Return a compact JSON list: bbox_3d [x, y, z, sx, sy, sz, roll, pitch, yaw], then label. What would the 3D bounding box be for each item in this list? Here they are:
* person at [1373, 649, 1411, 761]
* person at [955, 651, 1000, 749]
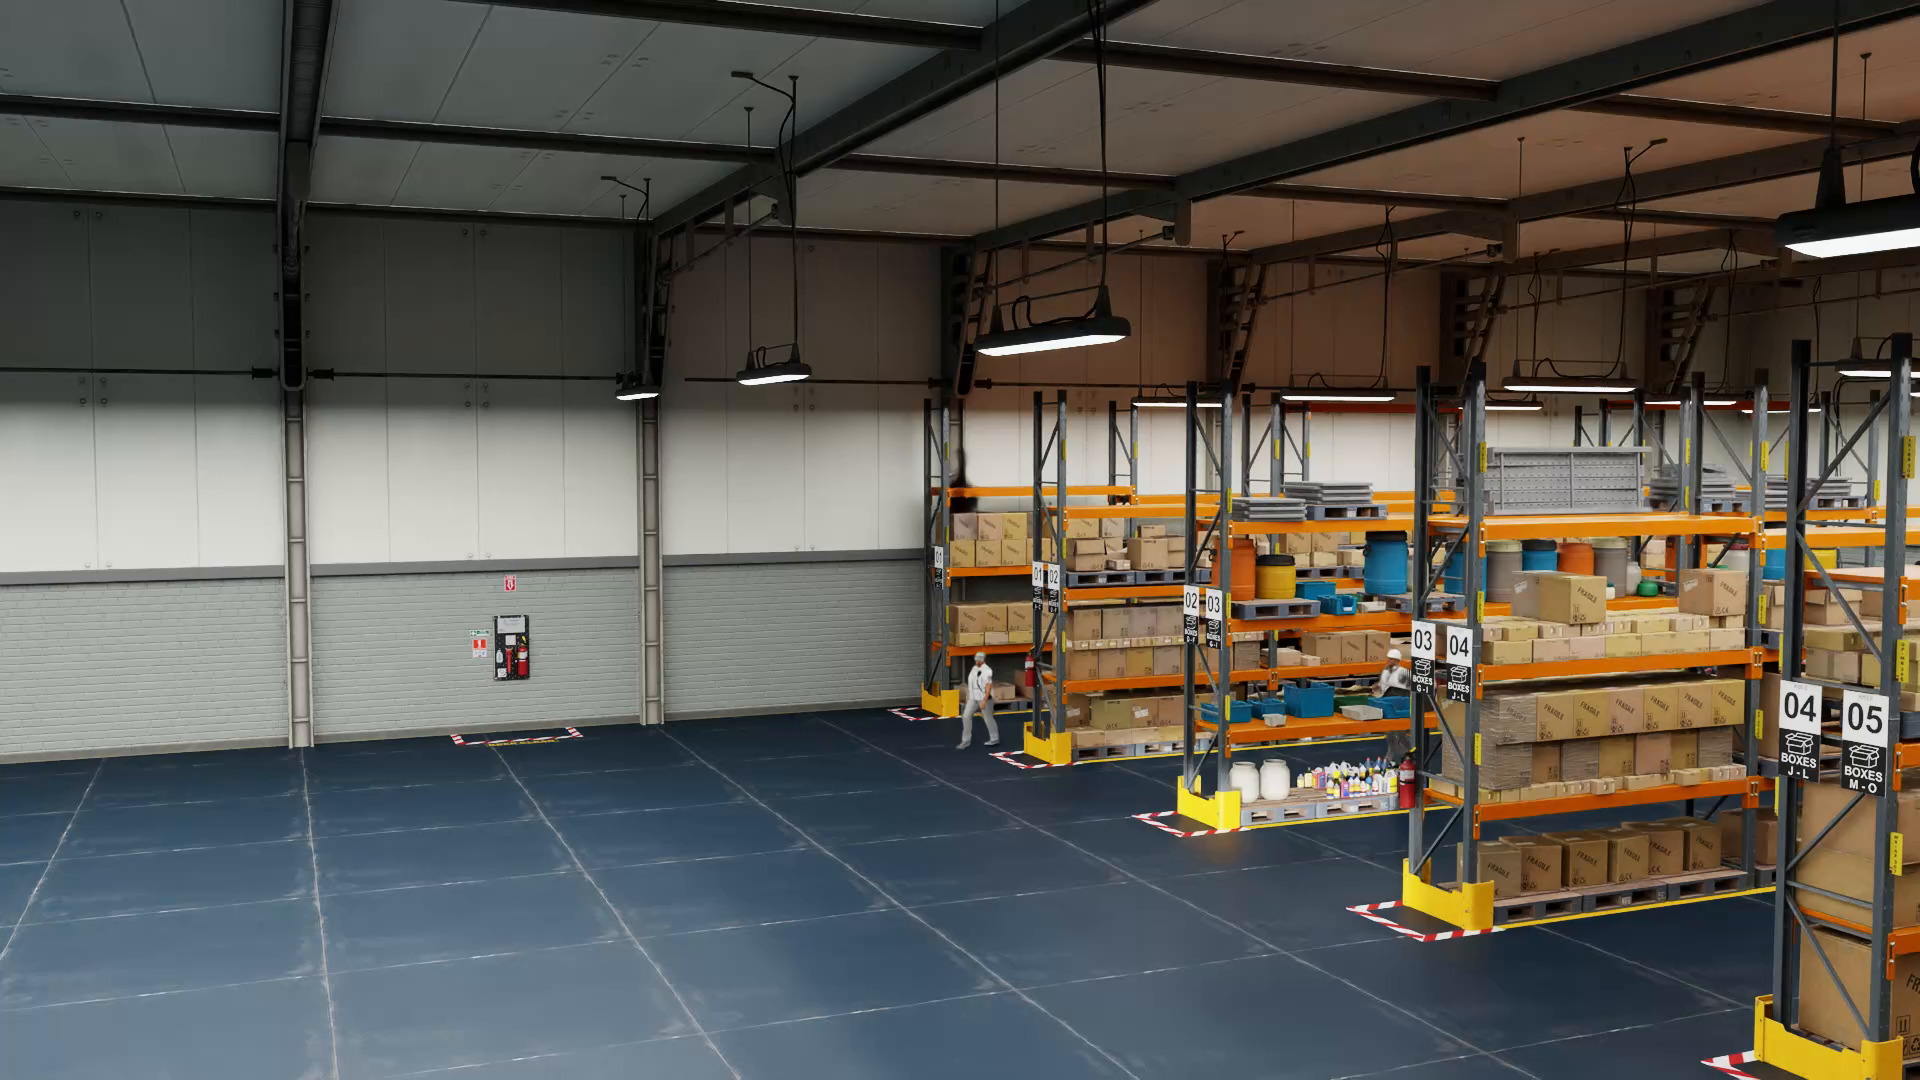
[{"bbox_3d":[7.075,2.690,27.078,0.830,1.825,0.637,-2,4,-27],"label":"person"},{"bbox_3d":[0.339,2.708,28.116,0.537,1.672,0.784,3,5,43],"label":"person"}]
